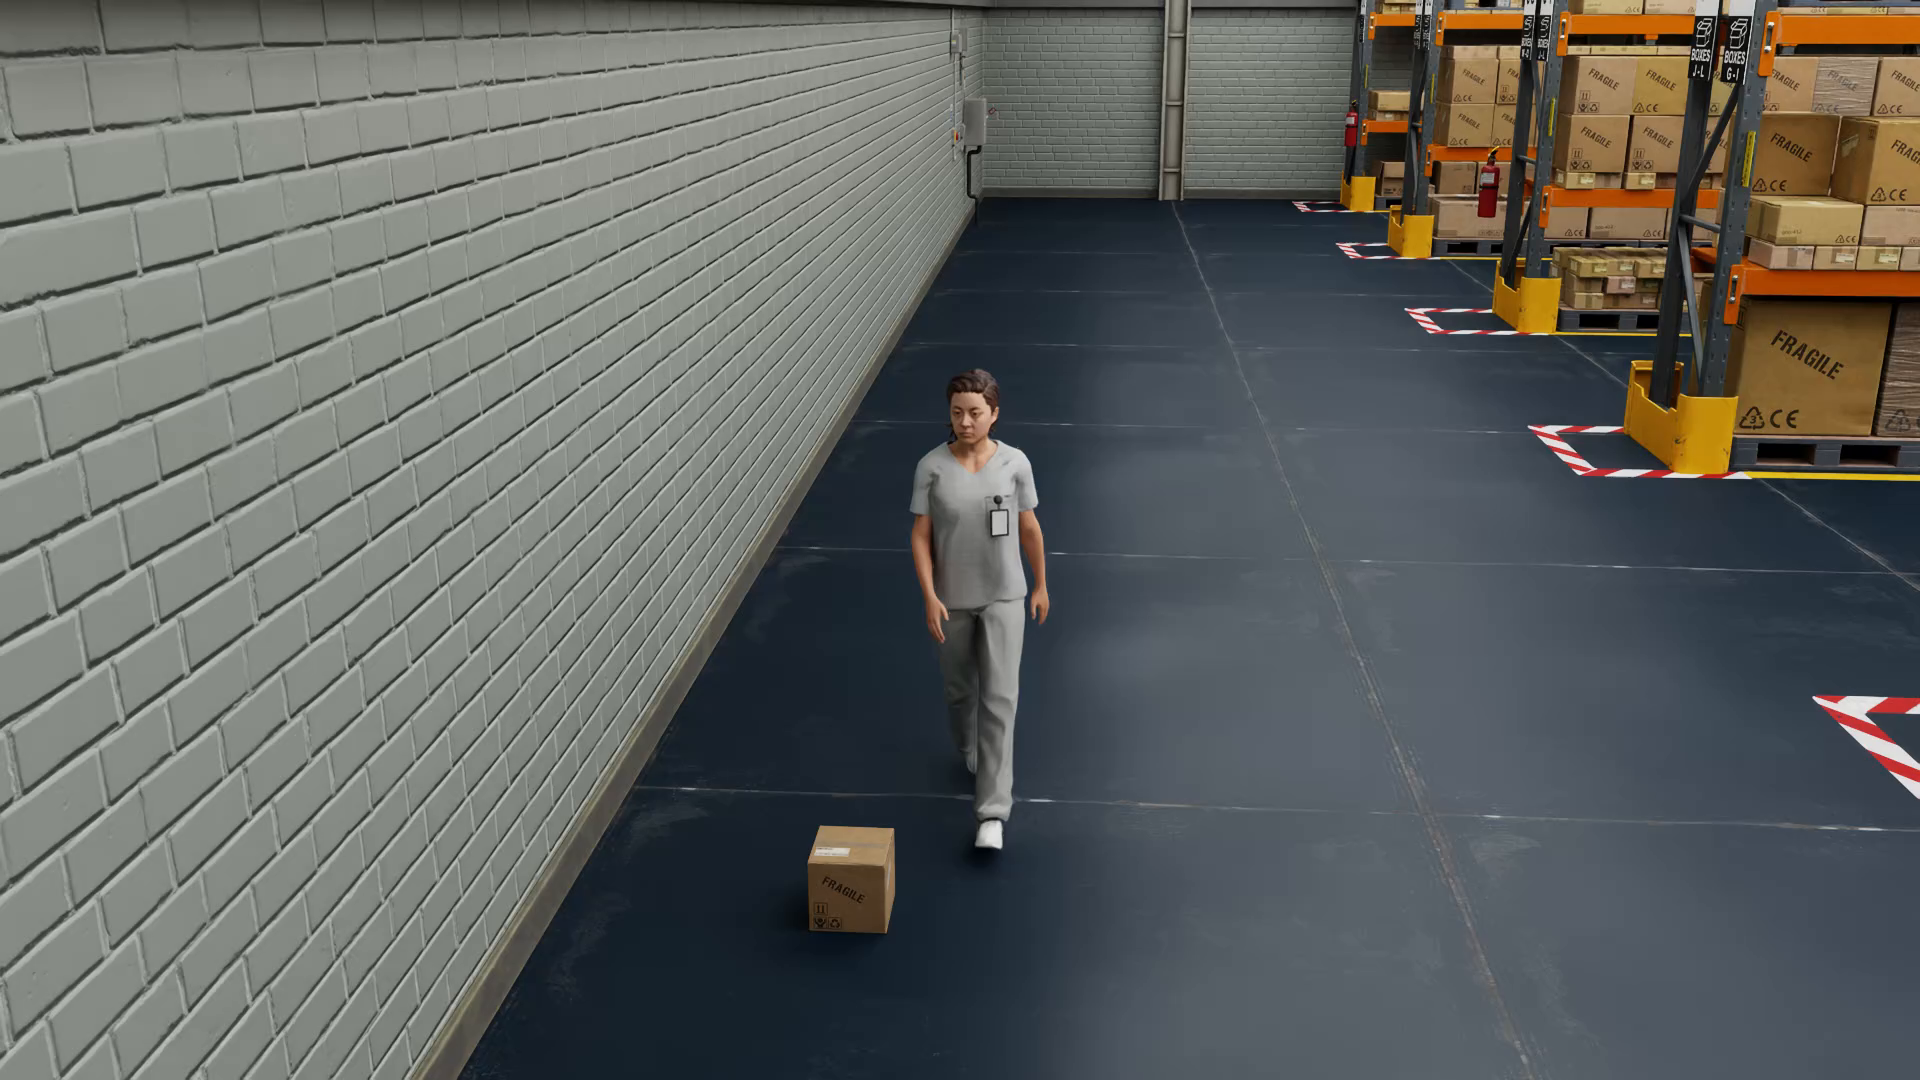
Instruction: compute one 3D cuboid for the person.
[{"bbox_3d":[0.070,0.213,5.914,0.502,1.631,0.933,1,18,2],"label":"person"}]
